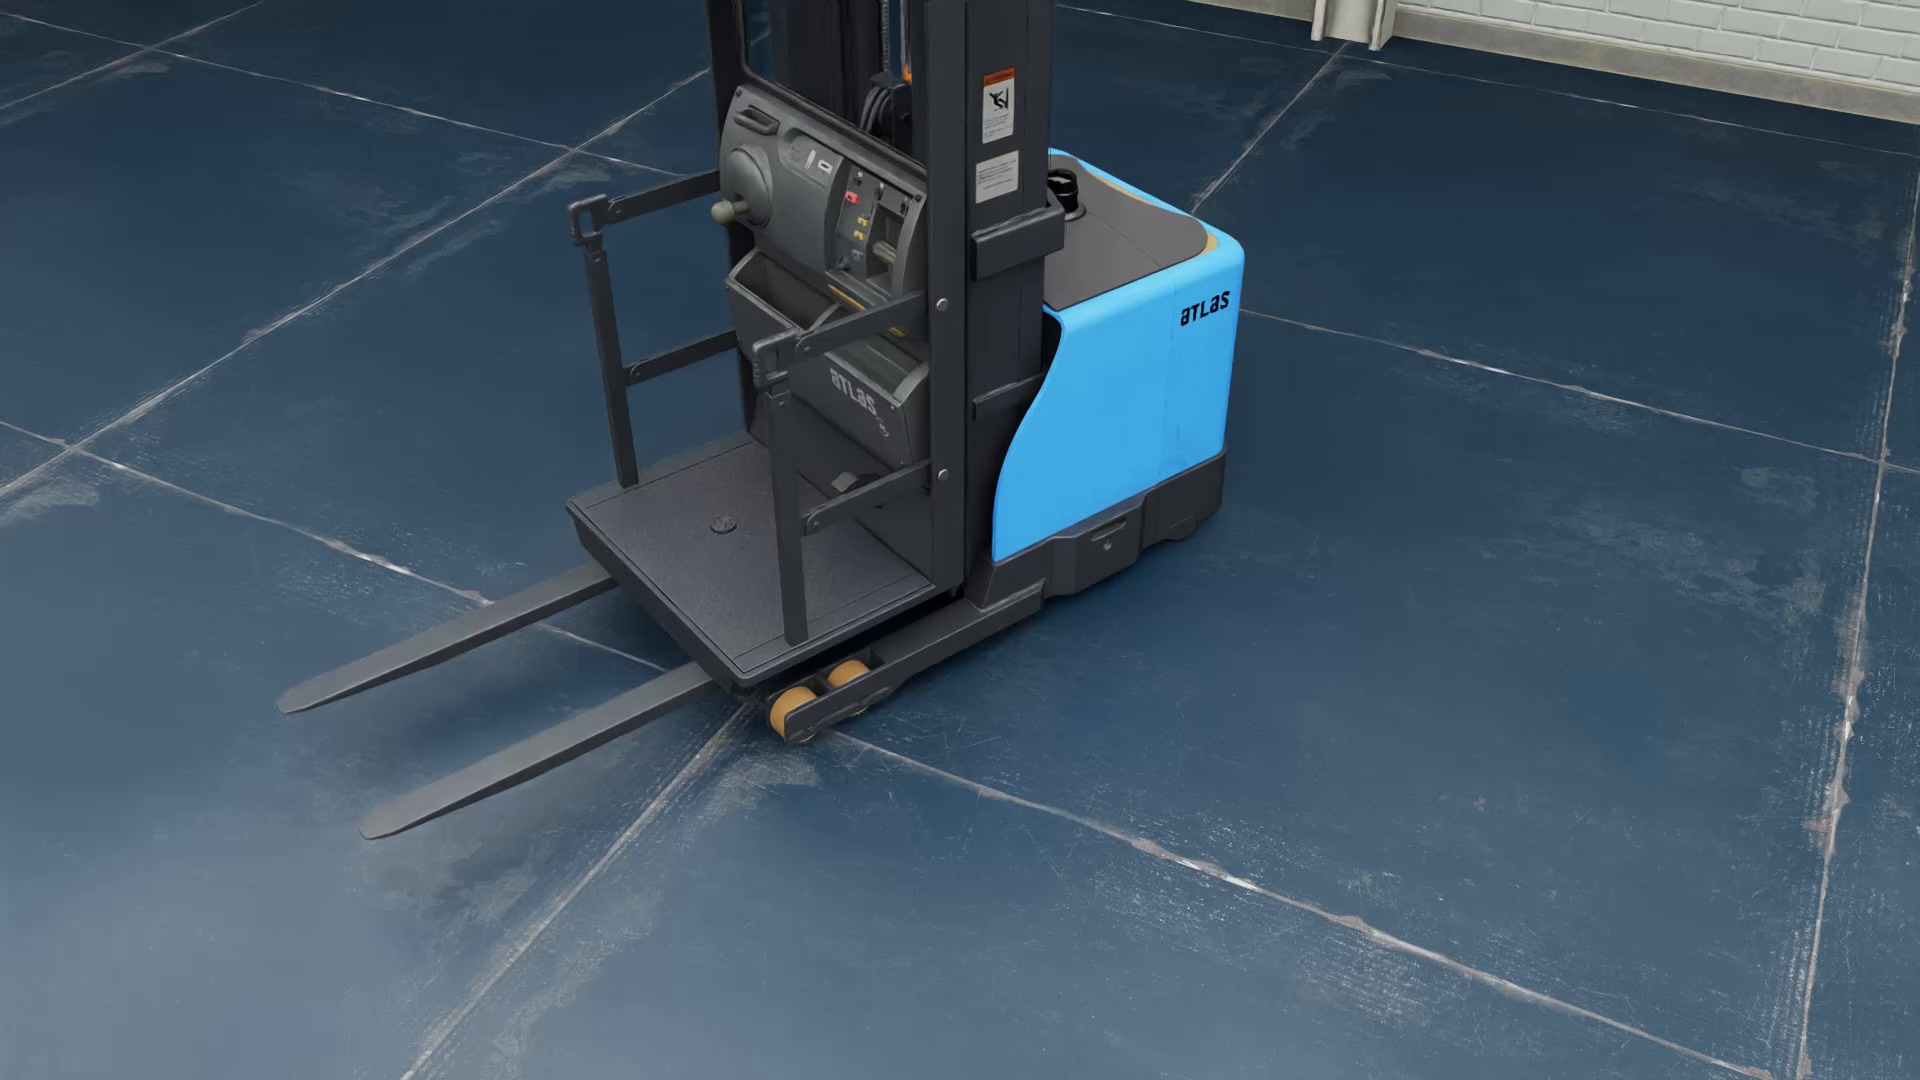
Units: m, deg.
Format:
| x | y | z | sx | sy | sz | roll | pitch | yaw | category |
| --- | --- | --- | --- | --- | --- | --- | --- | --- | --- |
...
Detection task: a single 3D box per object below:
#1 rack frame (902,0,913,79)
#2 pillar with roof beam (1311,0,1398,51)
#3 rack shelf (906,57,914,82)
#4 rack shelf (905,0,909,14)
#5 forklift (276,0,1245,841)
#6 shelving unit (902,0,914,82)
| x | y | z | sx | sy | sz | roll | pitch | yaw | category |
| --- | --- | --- | --- | --- | --- | --- | --- | --- | --- |
| -0.184 | -1.576 | 6.089 | 0.015 | 2.100 | 0.400 | 1 | 37 | 1 | rack frame |
| 0.275 | -4.172 | 3.803 | 0.400 | 9.000 | 9.100 | 17 | 41 | 21 | pillar with roof beam |
| 0.060 | -1.560 | 6.092 | 0.480 | 0.518 | 0.431 | 1 | 37 | 1 | rack shelf |
| 0.060 | -2.118 | 5.668 | 0.480 | 0.518 | 0.431 | 1 | 37 | 1 | rack shelf |
| -0.563 | -0.926 | 4.546 | 3.031 | 2.935 | 1.130 | -25 | 44 | -29 | forklift |
| 0.060 | -1.571 | 6.083 | 0.503 | 2.100 | 0.431 | 1 | 37 | 1 | shelving unit |
